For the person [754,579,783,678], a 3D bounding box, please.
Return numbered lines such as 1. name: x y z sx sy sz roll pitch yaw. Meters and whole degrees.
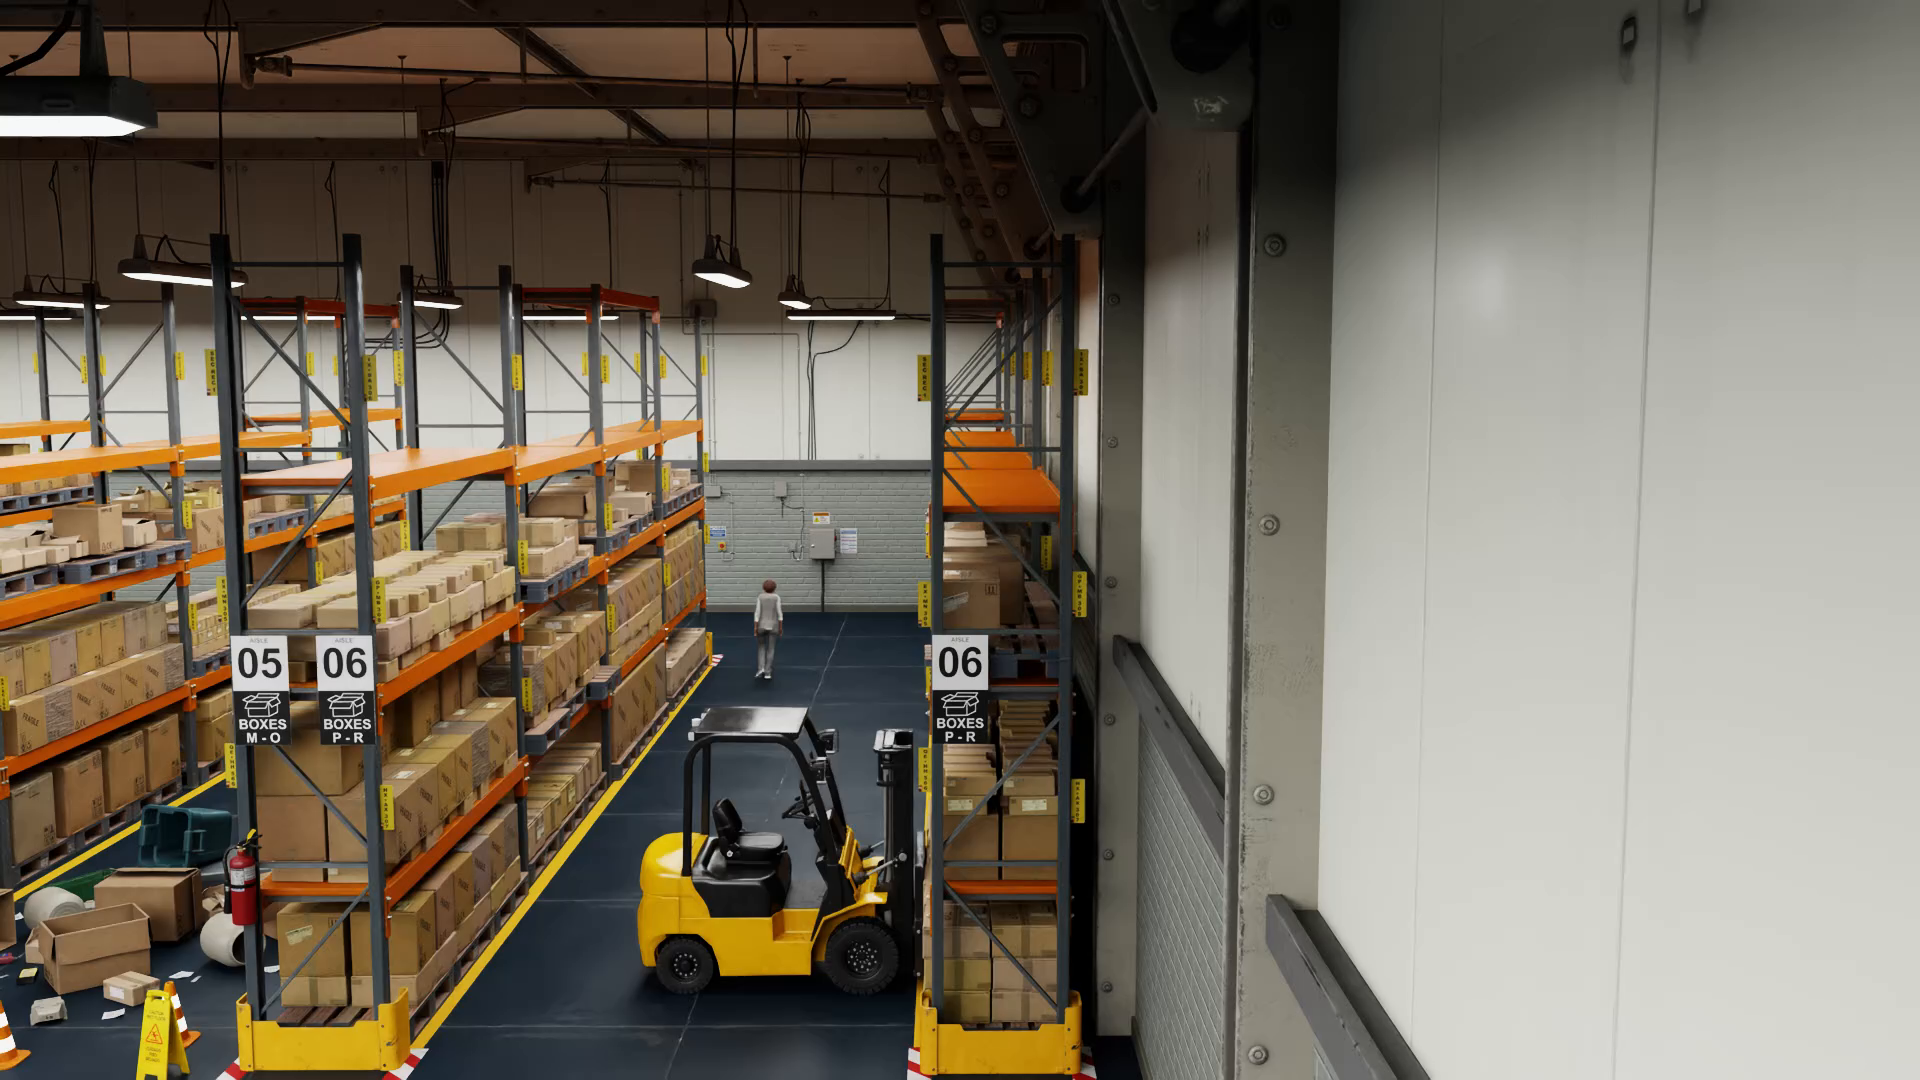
1. person: -3.074 1.445 26.655 0.469 1.640 0.378 0 6 4
